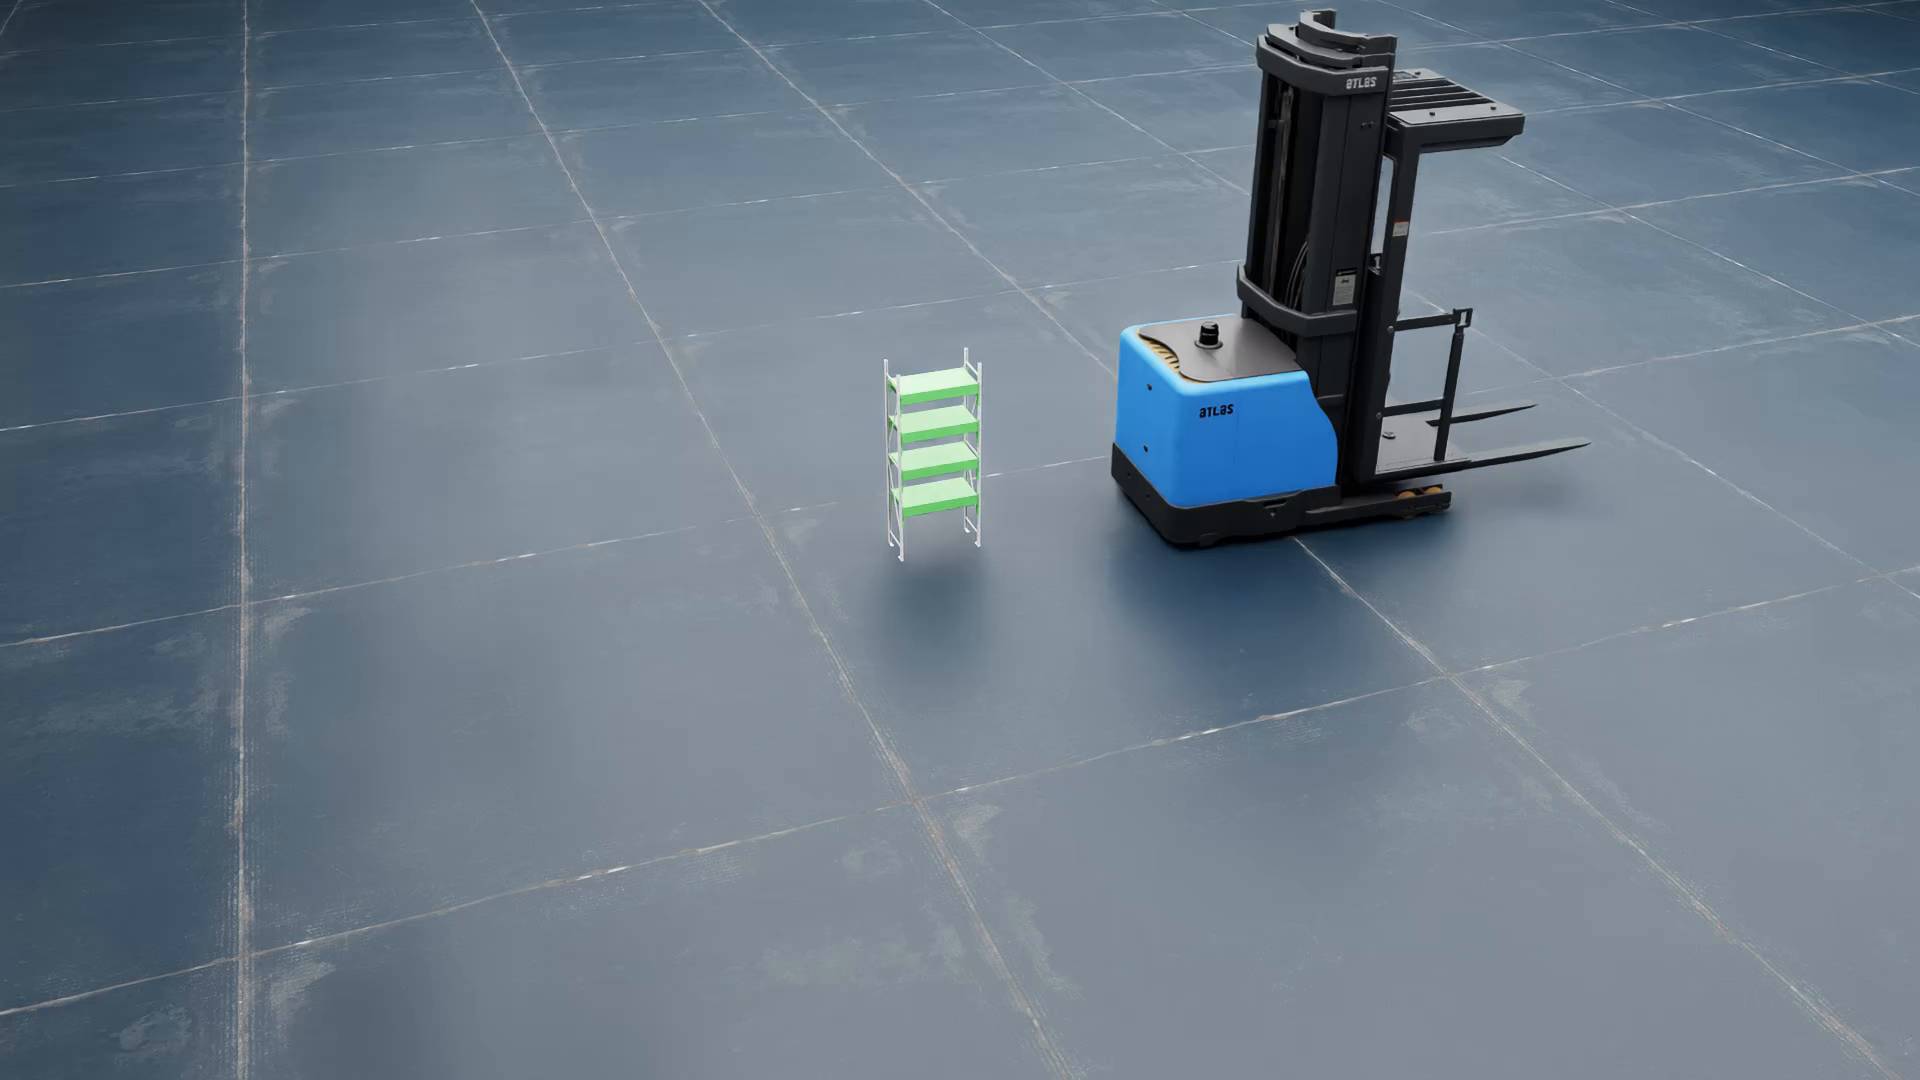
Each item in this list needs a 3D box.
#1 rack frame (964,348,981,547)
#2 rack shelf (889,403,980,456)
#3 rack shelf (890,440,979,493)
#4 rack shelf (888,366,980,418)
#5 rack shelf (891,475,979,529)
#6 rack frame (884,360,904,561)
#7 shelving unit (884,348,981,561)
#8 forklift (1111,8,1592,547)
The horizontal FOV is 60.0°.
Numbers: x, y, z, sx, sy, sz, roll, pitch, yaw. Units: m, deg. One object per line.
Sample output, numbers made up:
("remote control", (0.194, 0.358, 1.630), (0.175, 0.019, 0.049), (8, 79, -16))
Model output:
("rack frame", (0.074, -0.535, 9.827), (0.015, 1.200, 0.240), (-10, 31, -18))
("rack shelf", (-0.155, -0.646, 9.666), (0.480, 0.148, 0.258), (-10, 31, -18))
("rack shelf", (-0.155, -0.437, 9.785), (0.480, 0.148, 0.258), (-10, 31, -18))
("rack shelf", (-0.155, -0.854, 9.547), (0.480, 0.148, 0.258), (-10, 31, -18))
("rack shelf", (-0.155, -0.229, 9.904), (0.480, 0.148, 0.258), (-10, 31, -18))
("rack frame", (-0.384, -0.451, 9.679), (0.015, 1.200, 0.240), (-10, 31, -18))
("shelving unit", (-0.155, -0.493, 9.753), (0.503, 1.200, 0.258), (-10, 31, -18))
("forklift", (2.547, -1.646, 10.029), (3.031, 2.935, 1.130), (-9, 31, -15))
